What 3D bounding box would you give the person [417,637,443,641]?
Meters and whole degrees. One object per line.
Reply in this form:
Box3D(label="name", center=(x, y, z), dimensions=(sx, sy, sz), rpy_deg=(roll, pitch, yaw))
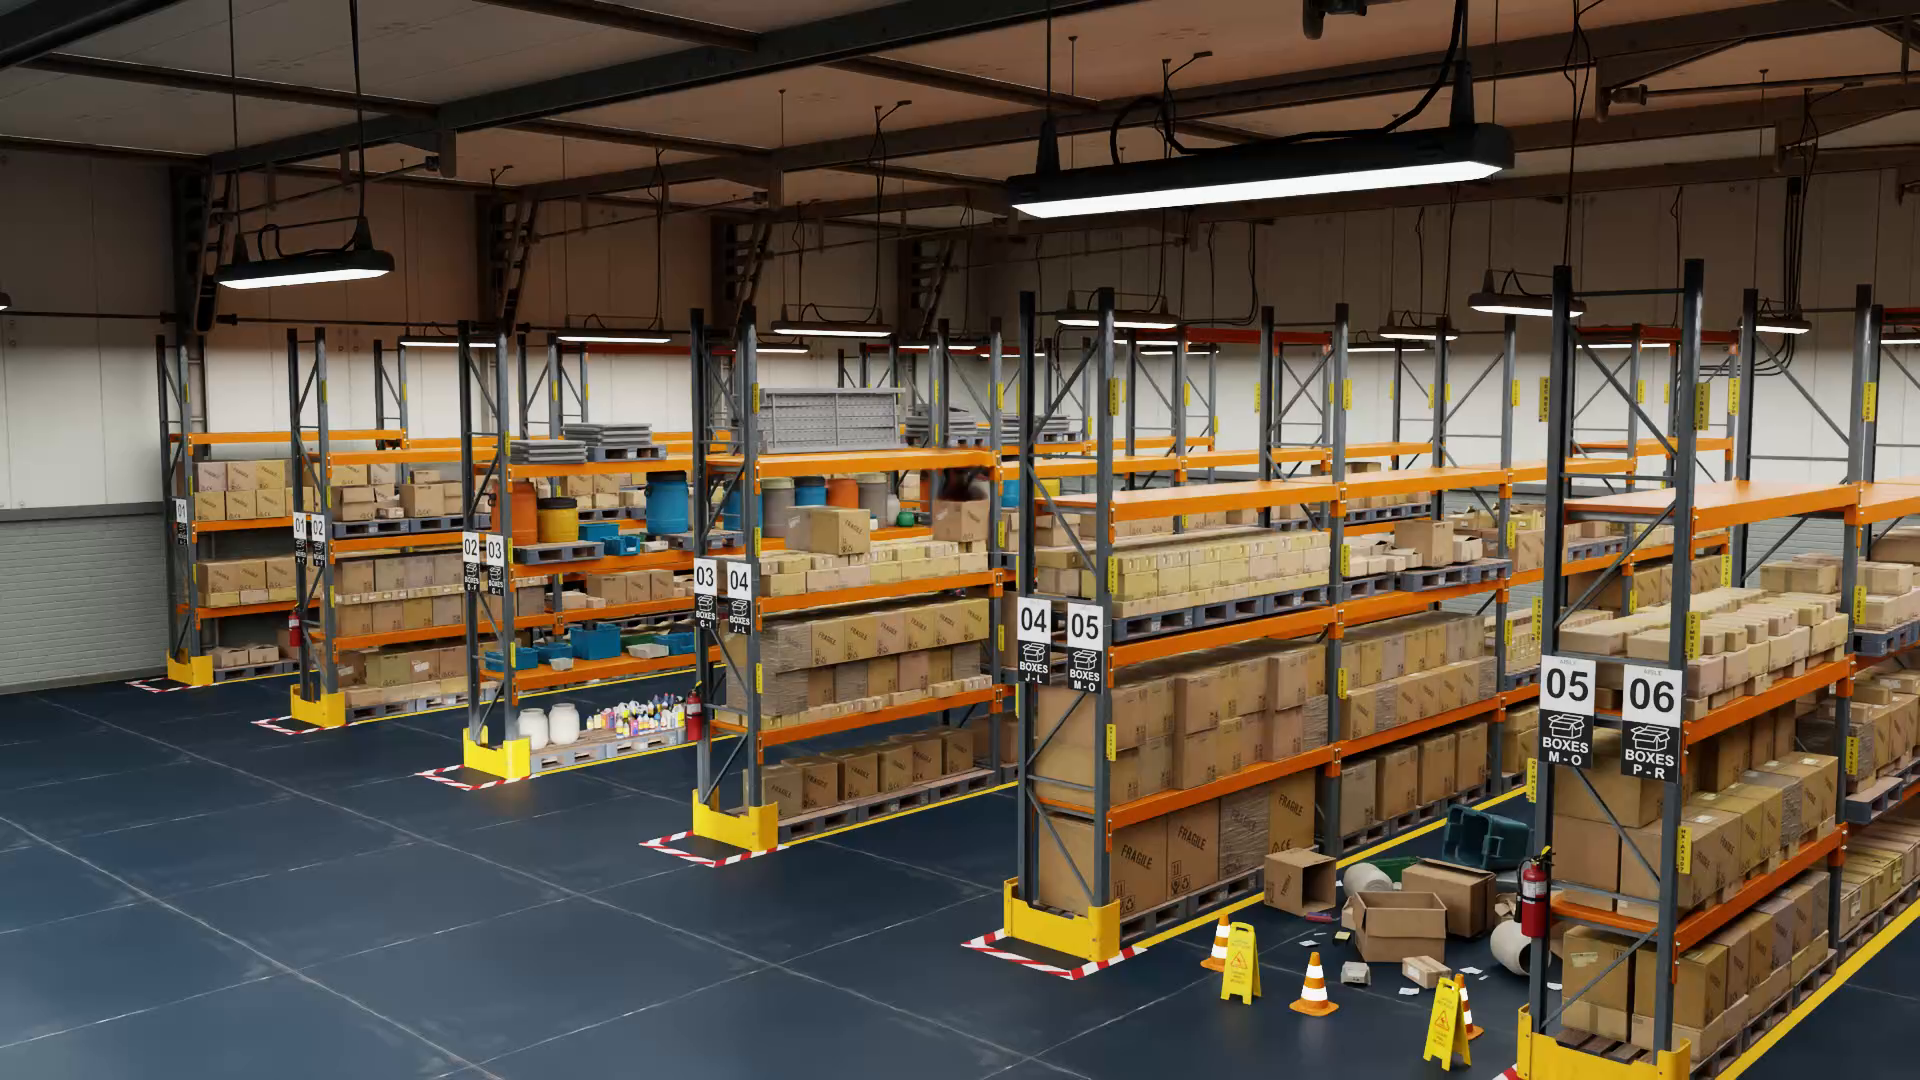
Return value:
Box3D(label="person", center=(-9.173, 1.668, 28.615), dimensions=(0.523, 1.649, 0.377), rpy_deg=(-2, 6, -17))
